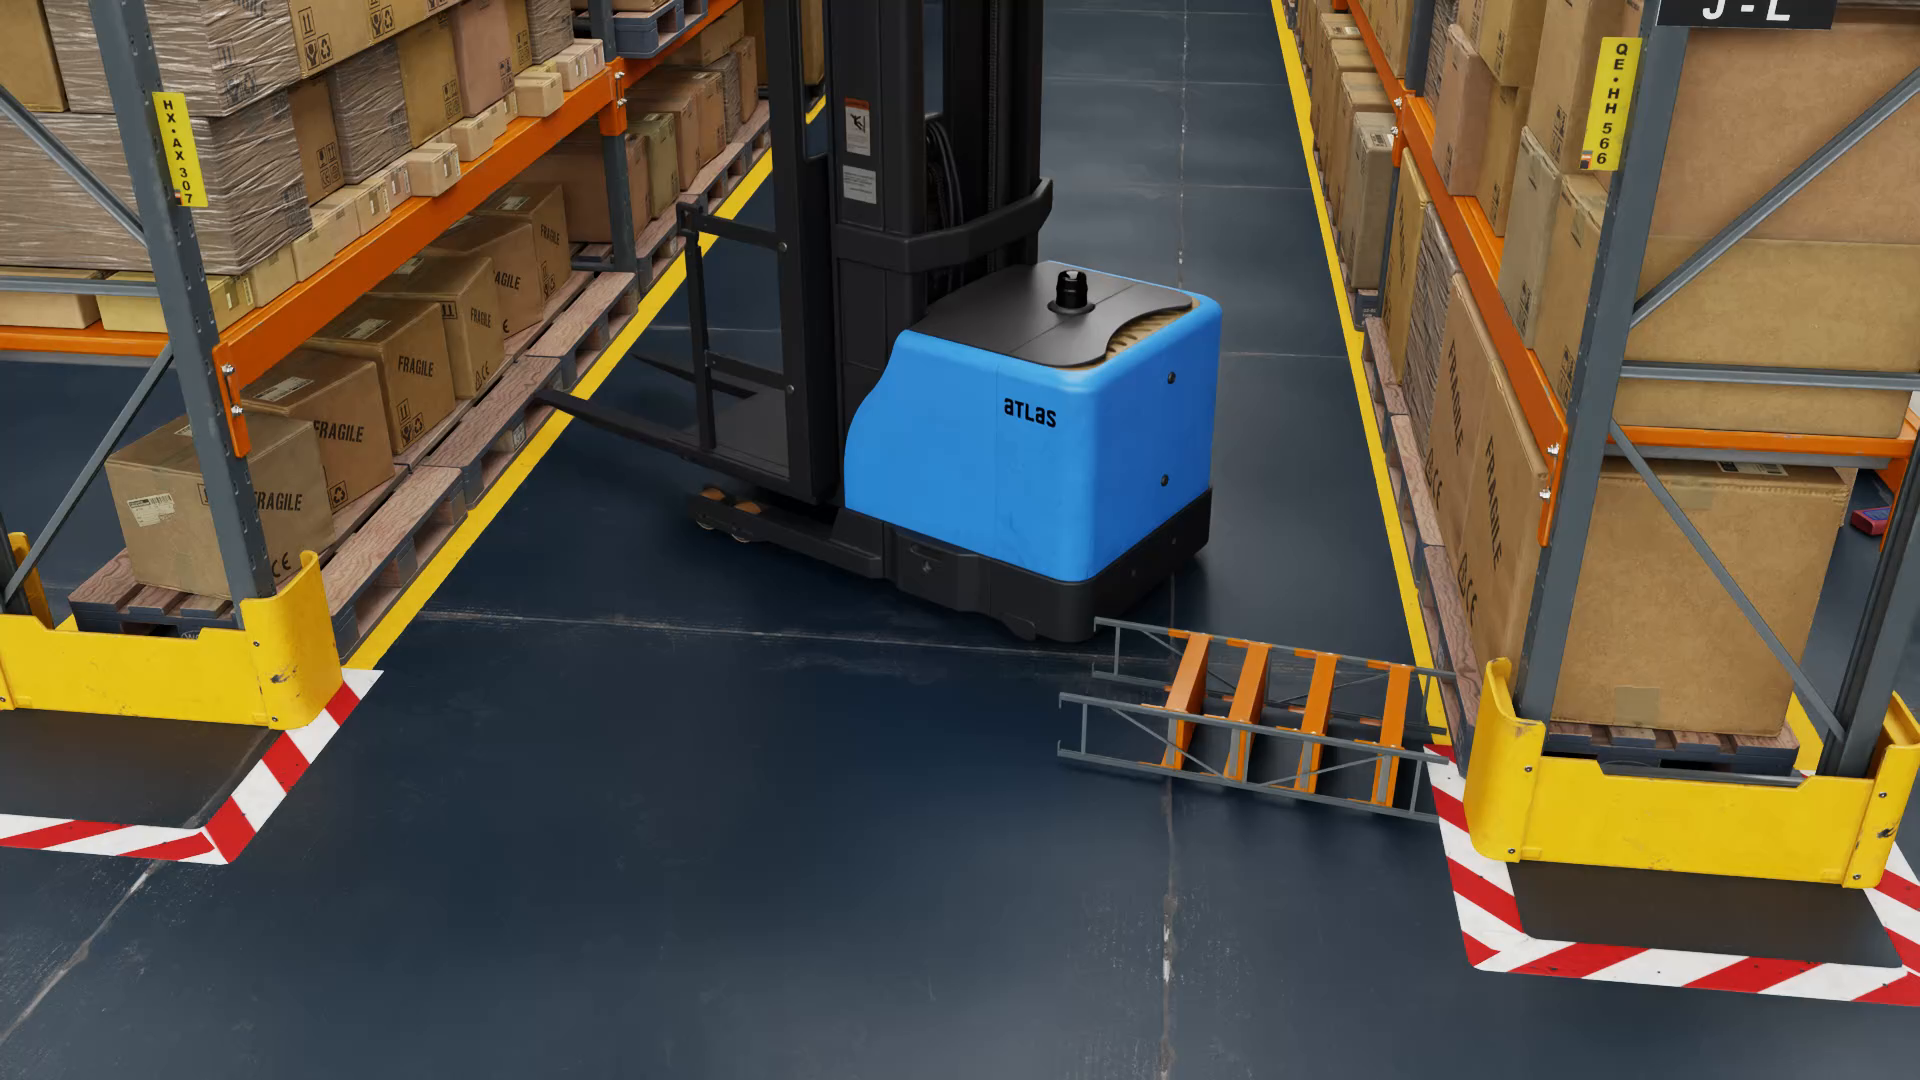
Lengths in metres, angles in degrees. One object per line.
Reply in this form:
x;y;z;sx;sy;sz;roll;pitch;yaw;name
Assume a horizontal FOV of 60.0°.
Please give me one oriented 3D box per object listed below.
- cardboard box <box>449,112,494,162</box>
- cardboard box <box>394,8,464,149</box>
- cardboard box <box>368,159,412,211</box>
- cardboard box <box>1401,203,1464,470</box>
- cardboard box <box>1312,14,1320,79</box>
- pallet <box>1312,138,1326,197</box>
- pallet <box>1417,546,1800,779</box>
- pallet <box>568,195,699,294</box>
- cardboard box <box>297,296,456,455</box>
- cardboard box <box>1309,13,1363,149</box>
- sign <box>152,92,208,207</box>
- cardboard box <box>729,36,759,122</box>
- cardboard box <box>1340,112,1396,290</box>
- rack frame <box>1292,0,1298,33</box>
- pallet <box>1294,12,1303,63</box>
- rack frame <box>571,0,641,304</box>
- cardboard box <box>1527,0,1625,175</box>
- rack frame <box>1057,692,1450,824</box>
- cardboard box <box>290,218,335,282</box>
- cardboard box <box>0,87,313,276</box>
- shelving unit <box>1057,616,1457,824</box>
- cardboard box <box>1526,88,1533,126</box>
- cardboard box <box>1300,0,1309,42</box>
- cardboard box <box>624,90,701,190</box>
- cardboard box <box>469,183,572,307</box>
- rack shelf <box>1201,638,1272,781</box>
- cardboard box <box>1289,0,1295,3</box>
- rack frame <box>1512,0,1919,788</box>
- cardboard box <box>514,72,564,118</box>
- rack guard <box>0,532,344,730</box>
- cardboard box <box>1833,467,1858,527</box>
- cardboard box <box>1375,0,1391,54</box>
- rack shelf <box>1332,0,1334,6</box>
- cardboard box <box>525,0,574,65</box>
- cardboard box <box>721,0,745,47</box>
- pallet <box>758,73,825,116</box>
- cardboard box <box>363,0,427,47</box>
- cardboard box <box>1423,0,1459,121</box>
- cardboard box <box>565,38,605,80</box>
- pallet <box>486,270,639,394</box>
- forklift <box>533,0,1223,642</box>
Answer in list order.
-2.204;-1.709;7.024;0.380;0.149;0.250;3;28;6;cardboard box
-2.547;-1.902;6.699;0.875;0.500;0.500;3;28;6;cardboard box
-2.343;-1.359;6.374;0.380;0.149;0.250;3;28;6;cardboard box
2.386;-0.840;6.944;0.875;0.875;0.875;4;29;7;cardboard box
3.018;-3.844;12.915;0.500;0.500;0.500;4;29;8;cardboard box
2.958;-2.596;11.346;1.003;0.211;1.213;3;28;6;pallet
2.170;0.422;5.743;1.003;0.211;1.213;3;28;6;pallet
-2.177;-1.782;9.835;1.003;0.211;1.213;3;28;6;pallet
-2.533;-0.714;7.106;0.500;0.500;0.500;6;29;11;cardboard box
2.966;-3.103;11.277;1.050;0.750;0.750;3;28;6;cardboard box
-2.222;-1.110;4.735;0.100;0.325;0.005;3;28;6;sign
-1.843;-3.303;11.889;0.700;0.500;0.500;2;28;4;cardboard box
2.626;-1.799;8.856;1.050;0.750;0.750;3;28;6;cardboard box
3.620;-6.073;14.860;1.000;3.000;0.127;3;28;6;rack frame
3.526;-4.479;14.841;1.003;0.211;1.213;3;28;6;pallet
-2.271;-2.643;8.493;1.000;3.000;0.127;3;28;6;rack frame
2.209;-1.402;4.894;0.875;0.550;0.550;3;28;6;cardboard box
0.891;0.675;5.186;1.200;0.240;0.015;8;29;15;rack frame
-2.394;-1.003;5.714;0.380;0.149;0.250;3;28;6;cardboard box
-2.666;-1.192;5.382;0.875;0.500;0.500;3;28;6;cardboard box
0.963;0.565;5.392;1.200;0.258;0.503;8;29;15;shelving unit
2.389;-1.184;5.627;0.875;0.550;0.550;3;28;6;cardboard box
3.203;-4.576;14.274;0.500;0.500;0.500;5;29;8;cardboard box
-2.029;-2.511;10.420;0.700;0.500;0.500;1;28;2;cardboard box
-2.360;-1.541;8.641;0.500;0.500;0.500;3;28;5;cardboard box
0.899;0.555;5.409;0.148;0.258;0.480;8;29;15;rack shelf
3.329;-5.207;15.816;0.380;0.149;0.250;4;29;7;cardboard box
2.149;-0.424;4.375;1.000;3.000;0.127;3;28;6;rack frame
-2.056;-2.059;7.674;0.380;0.149;0.250;3;28;6;cardboard box
-2.752;0.305;5.658;1.175;0.500;0.348;3;28;6;rack guard
3.468;-0.417;6.995;0.500;0.500;0.500;8;29;15;cardboard box
2.500;-2.850;8.772;0.500;0.500;0.500;3;28;6;cardboard box
3.375;-4.815;13.283;1.077;0.370;4.000;3;28;6;rack shelf
-2.387;-2.610;8.013;0.875;0.500;0.500;3;28;6;cardboard box
-1.833;-3.632;11.710;0.500;0.250;0.500;4;29;8;cardboard box
-1.609;-3.665;13.330;1.003;0.211;1.213;3;28;6;pallet
-2.295;-2.089;5.991;0.500;0.500;0.500;3;28;6;cardboard box
2.606;-2.199;7.511;0.875;0.550;0.550;3;28;6;cardboard box
-2.005;-2.414;8.333;0.380;0.149;0.250;3;28;6;cardboard box
-2.318;-1.097;8.564;1.003;0.211;1.213;3;28;6;pallet
-0.507;-1.463;6.376;3.031;2.935;1.130;19;34;31;forklift
